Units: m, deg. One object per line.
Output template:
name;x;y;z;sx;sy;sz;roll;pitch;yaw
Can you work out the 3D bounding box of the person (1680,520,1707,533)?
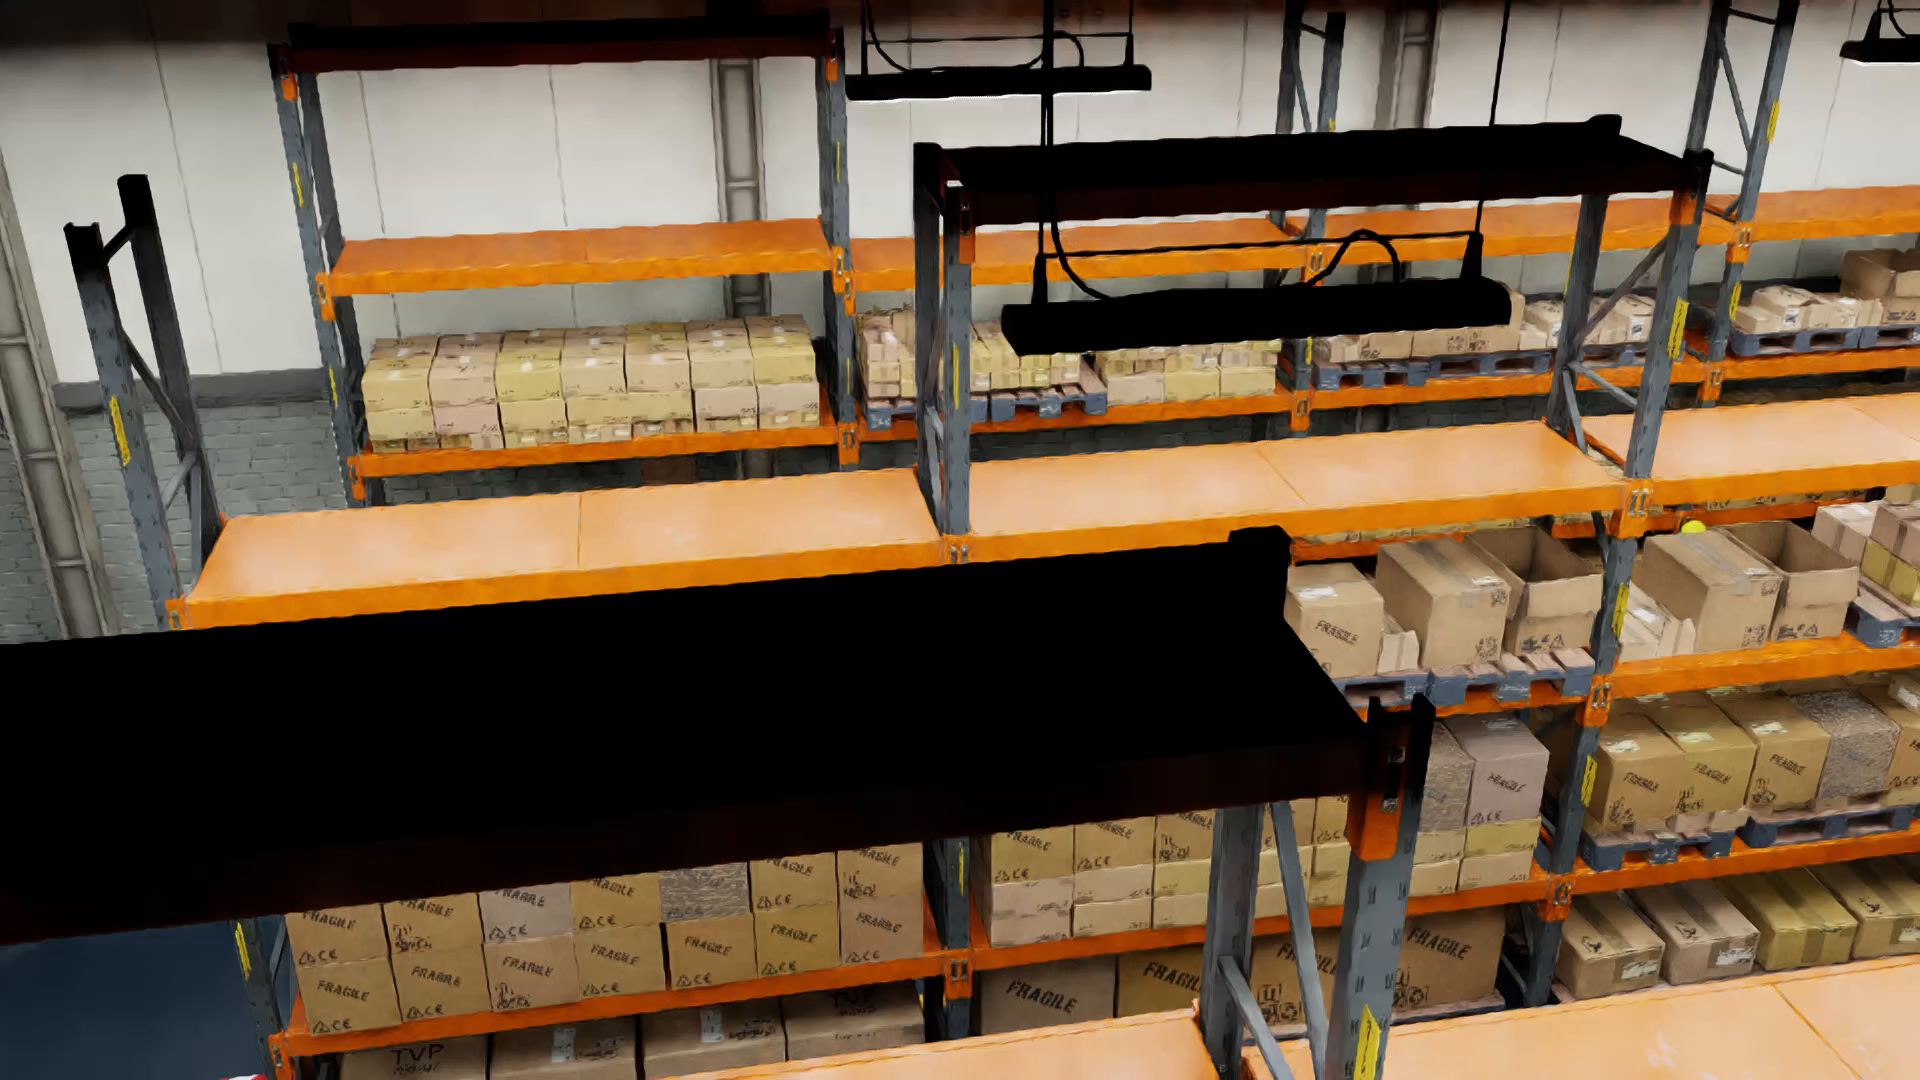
person;6.429;0.642;14.911;0.676;1.763;0.576;7;27;14
